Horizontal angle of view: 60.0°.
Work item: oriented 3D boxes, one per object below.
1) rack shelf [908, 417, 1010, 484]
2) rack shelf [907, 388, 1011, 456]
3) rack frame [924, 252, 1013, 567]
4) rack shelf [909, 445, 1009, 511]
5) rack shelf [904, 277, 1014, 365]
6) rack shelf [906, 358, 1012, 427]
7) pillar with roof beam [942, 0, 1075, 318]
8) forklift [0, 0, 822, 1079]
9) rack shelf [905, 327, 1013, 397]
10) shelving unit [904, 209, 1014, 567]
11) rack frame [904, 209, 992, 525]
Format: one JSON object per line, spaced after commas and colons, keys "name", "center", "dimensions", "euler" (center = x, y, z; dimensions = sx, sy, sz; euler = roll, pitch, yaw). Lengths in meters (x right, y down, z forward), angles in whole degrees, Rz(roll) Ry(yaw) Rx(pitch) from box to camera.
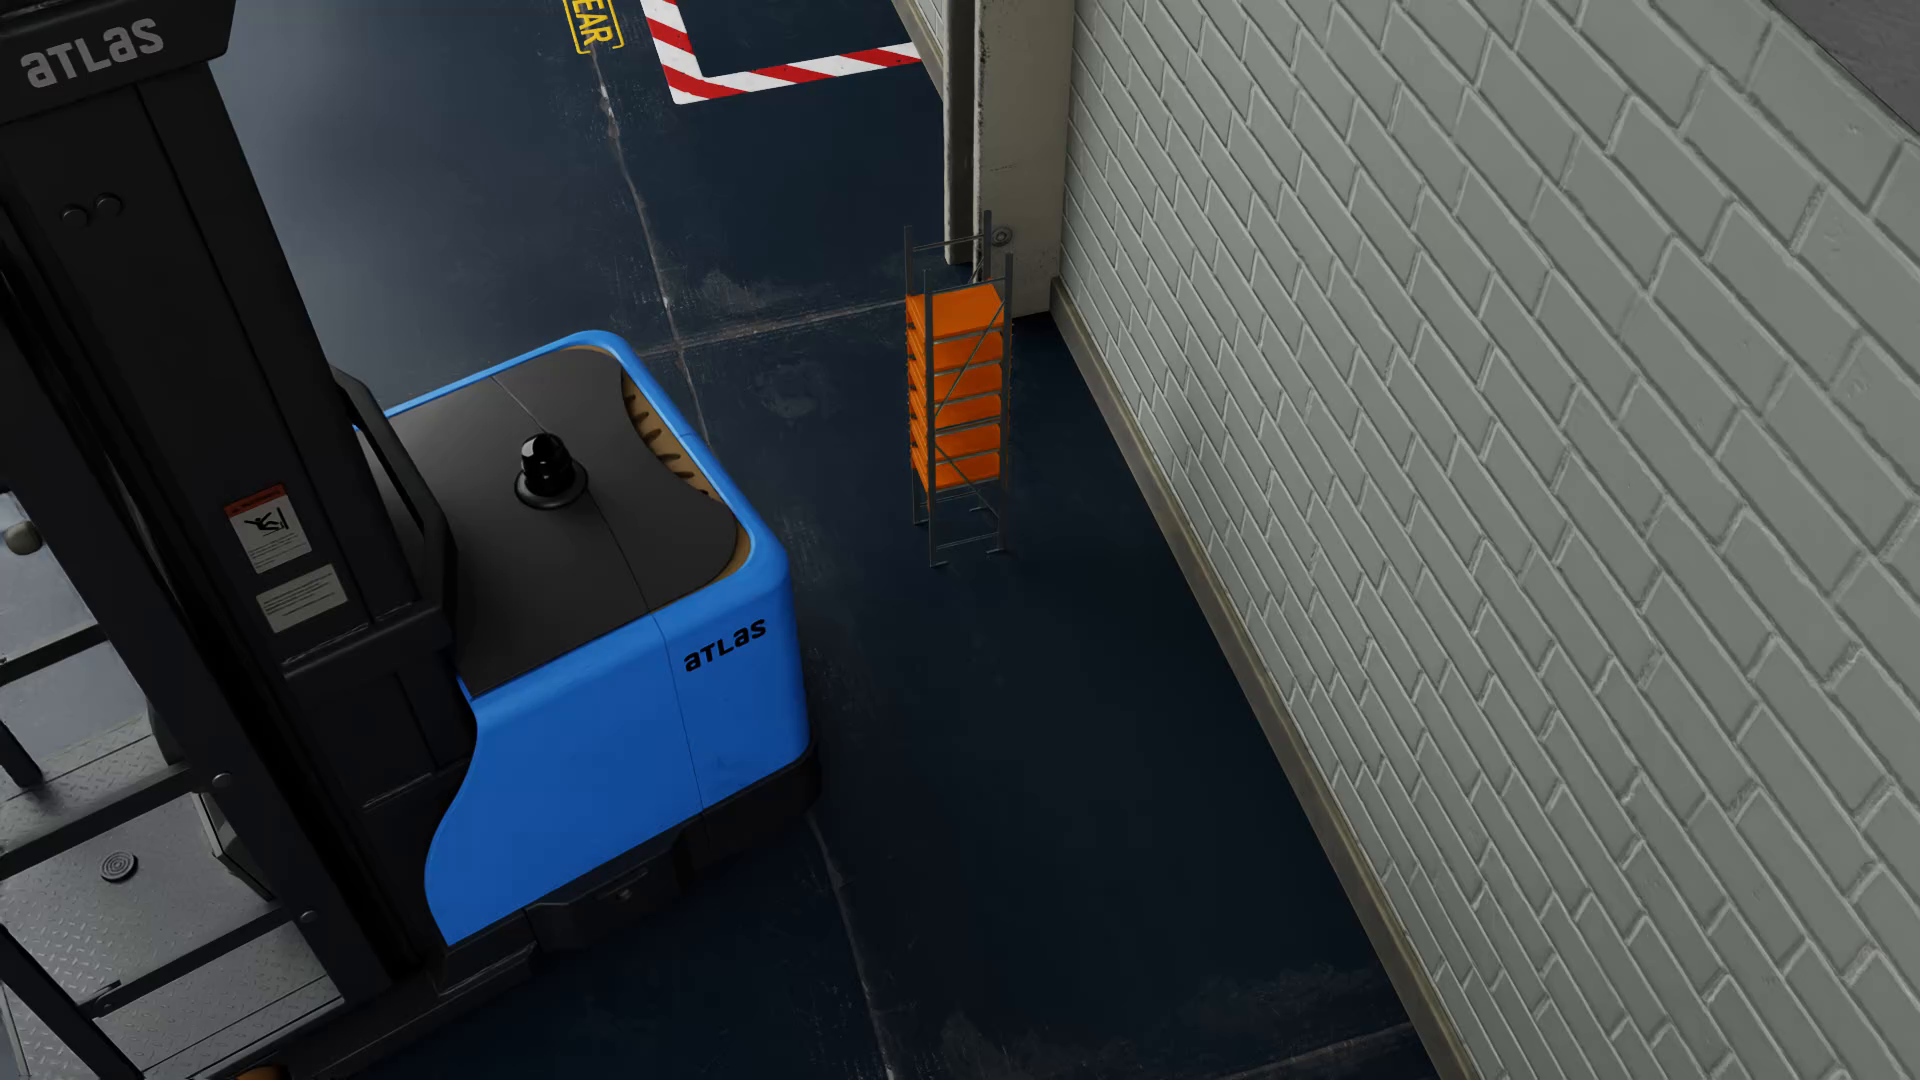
{"name": "rack shelf", "center": [-0.004, -0.291, 4.926], "dimensions": [0.258, 0.103, 0.180], "euler": [-13, 51, -11]}
{"name": "rack shelf", "center": [-0.004, -0.369, 4.834], "dimensions": [0.258, 0.103, 0.180], "euler": [-13, 51, -11]}
{"name": "rack frame", "center": [0.023, -0.330, 4.744], "dimensions": [0.240, 1.200, 0.006], "euler": [-13, 51, -11]}
{"name": "rack shelf", "center": [-0.004, -0.214, 5.018], "dimensions": [0.258, 0.103, 0.180], "euler": [-13, 51, -11]}
{"name": "rack shelf", "center": [-0.004, -0.601, 4.559], "dimensions": [0.258, 0.103, 0.180], "euler": [-13, 51, -11]}
{"name": "rack shelf", "center": [-0.004, -0.446, 4.742], "dimensions": [0.258, 0.103, 0.180], "euler": [-13, 51, -11]}
{"name": "pillar with roof beam", "center": [-3.964, -2.867, 1.781], "dimensions": [9.100, 9.000, 0.400], "euler": [-13, 51, -11]}
{"name": "forklift", "center": [-1.895, 0.102, 3.247], "dimensions": [3.031, 2.935, 1.130], "euler": [-27, 55, -21]}
{"name": "rack shelf", "center": [-0.004, -0.523, 4.651], "dimensions": [0.258, 0.103, 0.180], "euler": [-13, 51, -11]}
{"name": "shelving unit", "center": [-0.004, -0.397, 4.800], "dimensions": [0.258, 1.200, 0.189], "euler": [-13, 51, -11]}
{"name": "rack frame", "center": [-0.031, -0.464, 4.857], "dimensions": [0.240, 1.200, 0.006], "euler": [-13, 51, -11]}
